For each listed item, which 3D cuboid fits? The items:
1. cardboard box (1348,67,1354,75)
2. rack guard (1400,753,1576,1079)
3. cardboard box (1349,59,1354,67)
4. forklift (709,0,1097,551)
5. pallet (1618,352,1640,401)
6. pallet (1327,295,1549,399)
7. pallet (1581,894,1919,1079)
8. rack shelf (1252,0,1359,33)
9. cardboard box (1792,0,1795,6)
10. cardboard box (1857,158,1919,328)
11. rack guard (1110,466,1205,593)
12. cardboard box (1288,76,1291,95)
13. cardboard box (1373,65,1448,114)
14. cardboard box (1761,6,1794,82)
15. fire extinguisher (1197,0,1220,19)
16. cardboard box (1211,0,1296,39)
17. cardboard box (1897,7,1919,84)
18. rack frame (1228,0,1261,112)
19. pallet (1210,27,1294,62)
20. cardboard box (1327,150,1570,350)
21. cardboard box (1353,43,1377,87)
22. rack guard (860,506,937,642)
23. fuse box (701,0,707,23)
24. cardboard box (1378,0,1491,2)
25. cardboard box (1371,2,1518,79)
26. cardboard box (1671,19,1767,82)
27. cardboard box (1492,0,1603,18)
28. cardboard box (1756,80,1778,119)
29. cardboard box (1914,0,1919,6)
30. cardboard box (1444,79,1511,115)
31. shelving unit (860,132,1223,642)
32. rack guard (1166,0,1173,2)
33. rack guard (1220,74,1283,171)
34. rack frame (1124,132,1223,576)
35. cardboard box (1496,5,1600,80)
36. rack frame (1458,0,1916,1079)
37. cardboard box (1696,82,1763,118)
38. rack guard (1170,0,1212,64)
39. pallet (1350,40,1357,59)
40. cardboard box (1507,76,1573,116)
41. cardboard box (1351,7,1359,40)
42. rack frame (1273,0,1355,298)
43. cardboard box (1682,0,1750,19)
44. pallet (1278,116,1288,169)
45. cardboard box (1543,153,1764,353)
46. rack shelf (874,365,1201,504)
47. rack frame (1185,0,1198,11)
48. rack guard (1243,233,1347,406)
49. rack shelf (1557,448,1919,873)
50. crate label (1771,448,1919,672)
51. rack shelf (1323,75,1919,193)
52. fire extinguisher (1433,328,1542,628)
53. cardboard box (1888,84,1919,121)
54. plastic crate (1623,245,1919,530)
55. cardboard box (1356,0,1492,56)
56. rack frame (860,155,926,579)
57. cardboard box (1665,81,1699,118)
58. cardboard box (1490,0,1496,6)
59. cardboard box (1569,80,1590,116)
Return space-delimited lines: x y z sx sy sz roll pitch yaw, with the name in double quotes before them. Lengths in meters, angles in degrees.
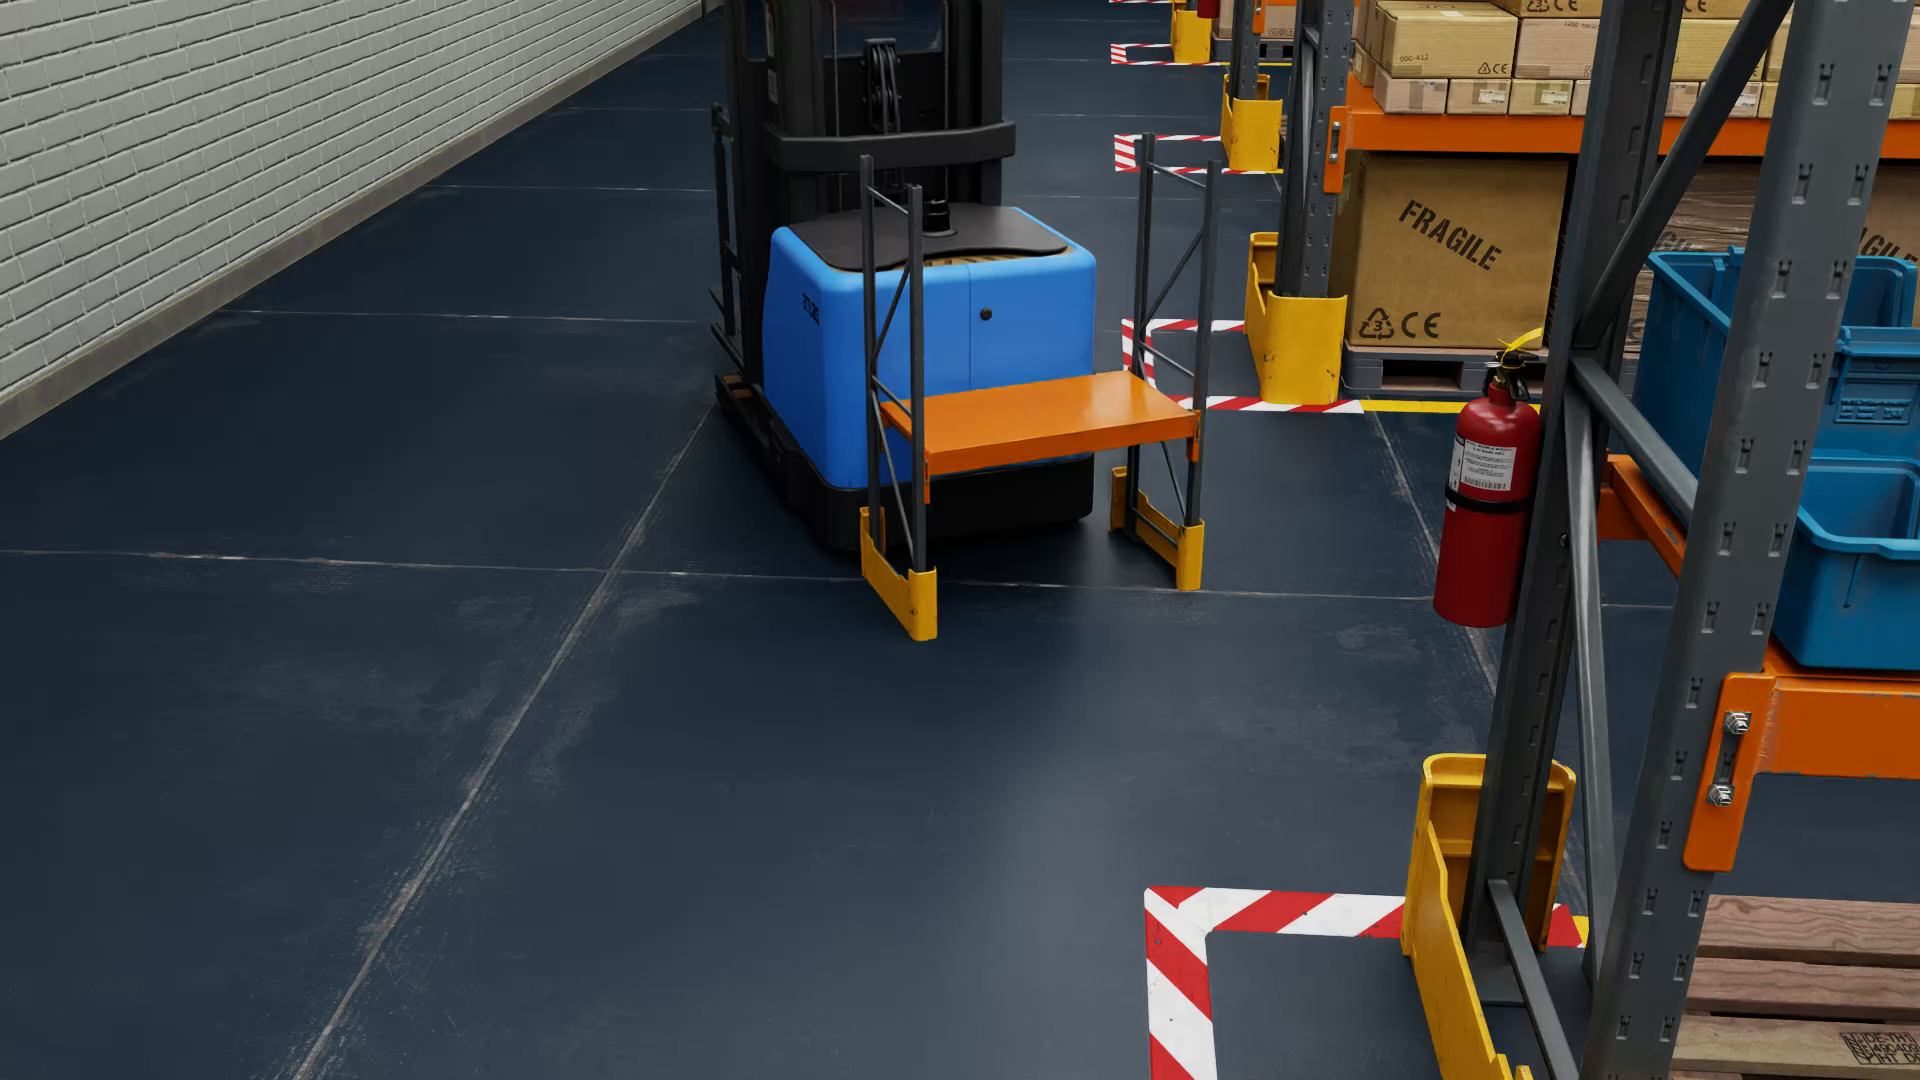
"cardboard box" 2.883 -3.336 12.107 0.250 0.149 0.380 2 25 5
"rack guard" 1.218 0.982 3.518 0.348 0.500 1.175 2 25 4
"cardboard box" 2.896 -3.509 12.485 0.250 0.149 0.380 2 25 5
"forklift" -0.464 -1.882 6.835 1.130 2.935 3.031 -8 26 -18
"pallet" 3.639 -0.923 8.003 1.213 0.211 1.003 2 25 4
"pallet" 2.426 -0.963 8.090 1.213 0.211 1.003 2 25 4
"pallet" 2.063 1.151 3.496 1.213 0.211 1.003 2 25 4
"rack shelf" 4.097 -3.896 11.989 4.000 0.370 1.077 2 25 4
"cardboard box" 3.659 -2.337 7.564 0.500 0.250 0.500 2 25 4
"cardboard box" 4.061 -1.404 7.751 0.875 0.875 0.875 2 25 4
"rack guard" 0.710 -0.046 6.051 0.087 0.250 0.587 -9 26 -20
"cardboard box" 2.651 -3.420 12.645 0.250 0.149 0.380 1 25 3
"cardboard box" 1.951 -1.960 7.221 0.250 0.149 0.380 2 25 5
"cardboard box" 3.621 -2.116 7.083 0.500 0.250 0.500 1 25 3
"fire extinguisher" 1.887 -4.283 12.507 0.183 0.674 0.296 2 25 4
"cardboard box" 3.047 -5.400 16.961 0.875 0.438 0.875 1 25 2
"cardboard box" 4.125 -2.098 7.045 0.500 0.250 0.500 2 25 5
"rack frame" 2.103 -4.287 11.978 0.127 3.000 1.000 2 25 4
"pallet" 3.184 -5.093 17.066 1.213 0.211 1.003 2 25 4
"cardboard box" 2.267 -1.461 7.876 0.875 0.875 0.875 2 25 4
"cardboard box" 2.003 -2.234 7.818 0.250 0.149 0.380 2 25 5
"rack guard" -0.216 0.107 5.718 0.087 0.250 0.587 -9 26 -20
"fuse box" -2.937 -6.809 19.001 0.414 1.711 0.539 2 25 4
"cardboard box" 2.128 -2.724 7.509 0.500 0.500 0.500 2 25 5
"cardboard box" 2.080 -2.162 7.183 0.500 0.250 0.500 1 25 3
"cardboard box" 3.100 -2.130 7.115 0.500 0.250 0.500 1 25 2
"cardboard box" 2.579 -2.486 6.992 0.500 0.500 0.500 1 25 3
"cardboard box" 3.485 -1.911 7.115 0.250 0.149 0.380 1 25 3
"cardboard box" 4.143 -2.658 7.364 0.500 0.500 0.500 1 25 2
"cardboard box" 2.207 -1.952 7.204 0.250 0.149 0.380 1 25 3
"shelving unit" 0.247 -0.537 5.624 1.083 1.500 0.587 -9 26 -20
"rack guard" 2.833 -7.284 21.482 0.348 0.500 1.175 2 25 4
"rack guard" 2.179 -3.149 12.495 0.348 0.500 1.175 2 25 4
"rack frame" 0.728 -0.617 5.797 0.032 1.500 0.500 -9 26 -20
"cardboard box" 2.599 -2.148 7.153 0.500 0.250 0.500 2 25 3
"rack frame" 1.243 -0.158 3.006 0.127 3.000 1.000 2 25 4
"cardboard box" 3.233 -1.920 7.134 0.250 0.149 0.380 2 25 3
"rack guard" 2.357 -5.218 16.992 0.348 0.500 1.175 2 25 4
"pallet" 4.398 -5.053 16.979 1.213 0.211 1.003 2 25 4
"cardboard box" 2.462 -1.944 7.187 0.250 0.149 0.380 1 25 3
"cardboard box" 3.960 -5.375 16.905 0.875 0.438 0.875 2 25 5
"rack frame" 1.623 -2.223 7.492 0.127 3.000 1.000 2 25 4
"cardboard box" 3.096 -2.472 6.961 0.500 0.500 0.500 1 25 3
"pallet" 2.986 -2.977 12.467 1.213 0.211 1.003 2 25 4
"cardboard box" 3.174 -1.432 7.813 0.875 0.875 0.875 2 25 4
"rack shelf" 0.256 -0.375 5.702 1.000 0.185 0.538 -9 26 -20
"rack frame" 2.381 -6.353 16.468 0.127 3.000 1.000 2 25 4
"rack guard" 1.599 -1.088 8.016 0.348 0.500 1.175 2 25 4
"rack shelf" 3.237 0.232 3.017 4.000 0.370 1.077 2 25 4
"crate label" 1.464 0.036 2.713 0.303 0.233 0.416 2 25 4
"rack shelf" 3.617 -1.832 7.503 4.000 0.370 1.077 2 25 4
"fire extinguisher" 1.128 -0.148 3.522 0.183 0.674 0.296 2 25 4
"cardboard box" 4.000 -1.895 7.080 0.250 0.149 0.380 1 25 3
"plastic crate" 1.592 -0.269 3.132 0.499 0.435 0.616 2 25 4
"cardboard box" 2.126 -2.385 7.668 0.500 0.250 0.500 1 25 3
"rack frame" -0.217 -0.460 5.457 0.032 1.500 0.500 -9 26 -20
"cardboard box" 2.976 -1.928 7.151 0.250 0.149 0.380 1 25 3
"cardboard box" 2.632 -2.368 7.632 0.500 0.250 0.500 1 25 3
"cardboard box" 2.723 -1.936 7.170 0.250 0.149 0.380 1 25 3
